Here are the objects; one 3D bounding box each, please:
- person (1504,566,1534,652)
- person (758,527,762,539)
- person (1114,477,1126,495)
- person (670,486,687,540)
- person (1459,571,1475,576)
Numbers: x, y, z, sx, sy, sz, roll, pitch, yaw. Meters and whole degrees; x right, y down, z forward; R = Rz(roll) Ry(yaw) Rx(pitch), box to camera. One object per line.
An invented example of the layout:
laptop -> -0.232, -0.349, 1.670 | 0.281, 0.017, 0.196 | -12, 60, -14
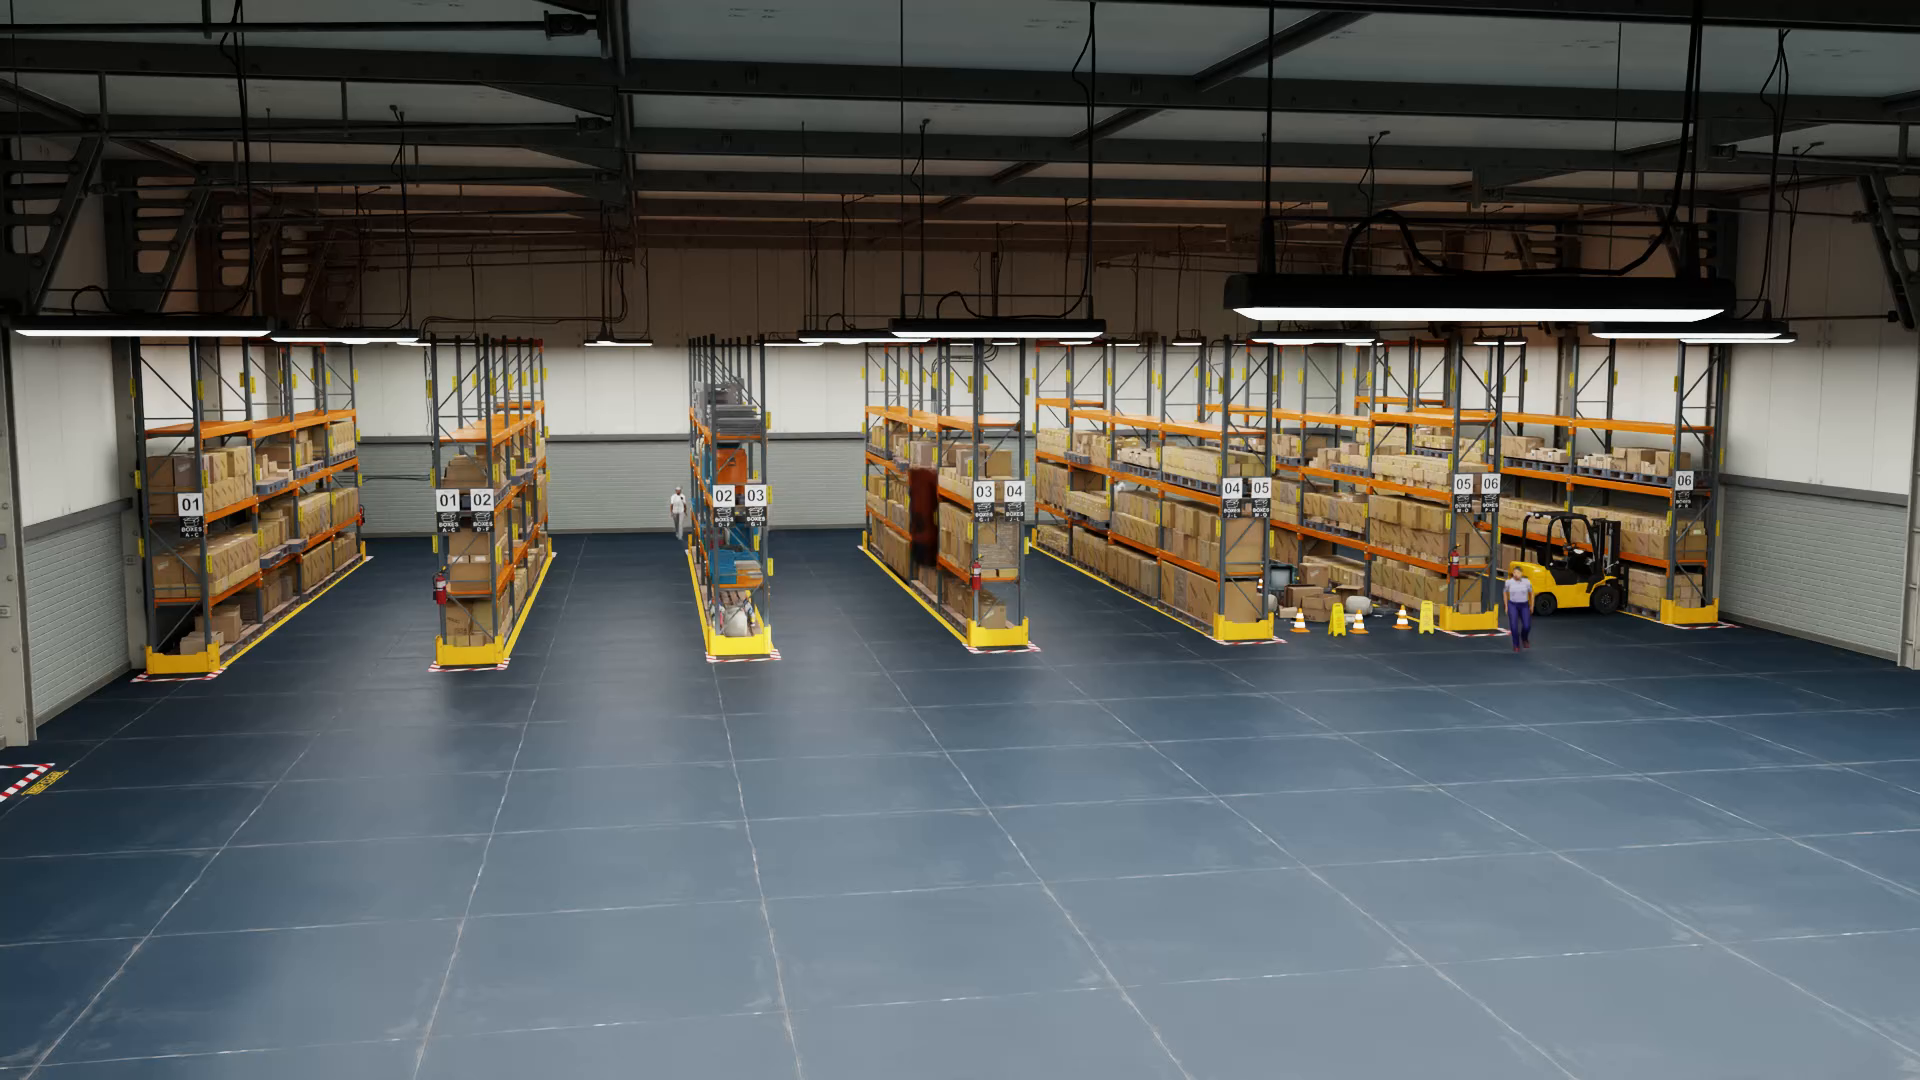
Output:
person -> 10.651, 1.294, 31.724 | 0.551, 1.631, 0.499 | 2, 7, 14
person -> -6.045, -0.805, 49.966 | 0.421, 1.586, 0.520 | 6, 9, 40
person -> 5.146, -1.300, 53.756 | 0.996, 1.737, 0.528 | -4, 7, -28
person -> -8.485, -0.835, 50.022 | 0.443, 1.618, 1.056 | 0, 7, -1
person -> 11.771, 0.513, 38.524 | 0.578, 1.617, 0.743 | -3, 7, -22
